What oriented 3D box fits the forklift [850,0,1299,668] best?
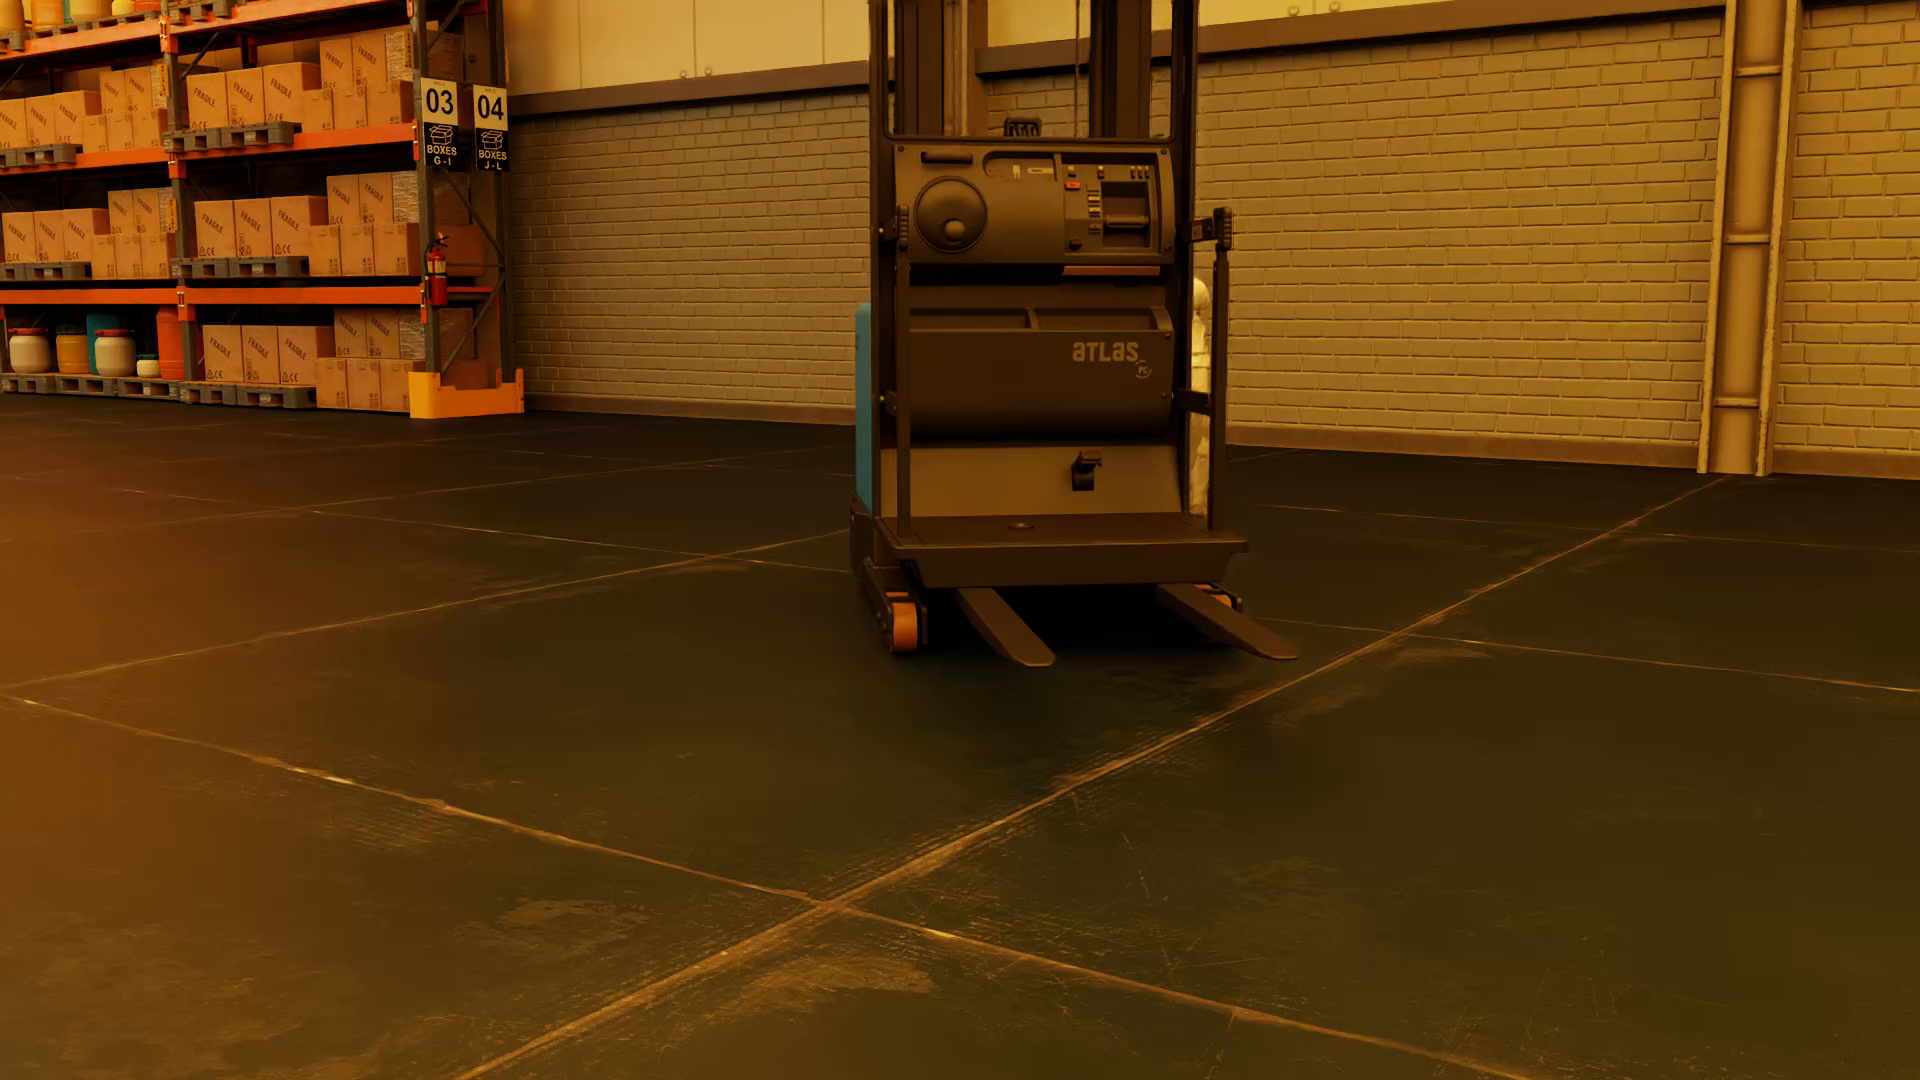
[{"bbox_3d":[0.279,-1.151,5.285,1.130,2.935,3.031,-1,8,-8],"label":"forklift"}]

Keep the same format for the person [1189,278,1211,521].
[{"bbox_3d":[0.823,-0.695,7.757,0.928,1.440,0.699,-7,11,-43],"label":"person"}]
